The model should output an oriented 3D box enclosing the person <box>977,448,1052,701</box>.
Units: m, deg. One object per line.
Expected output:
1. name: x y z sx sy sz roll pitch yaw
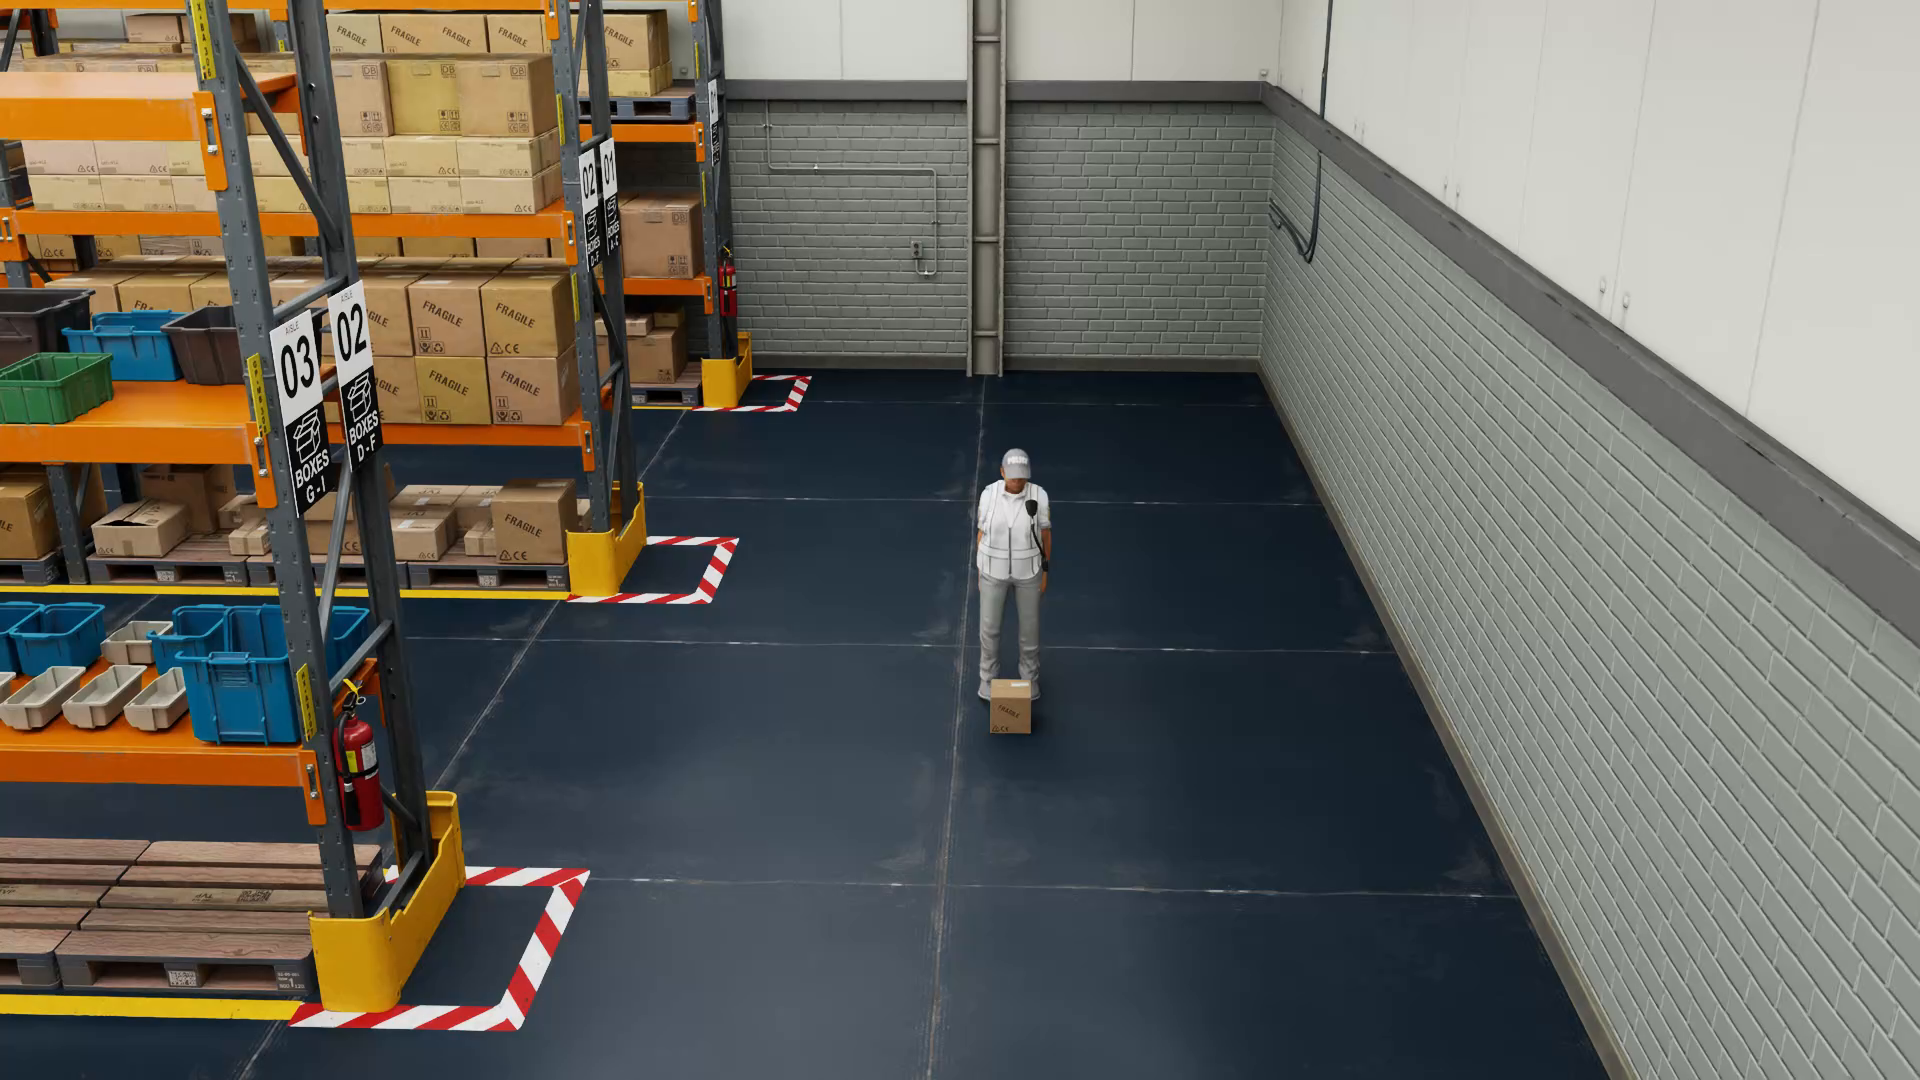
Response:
1. person: 0.342 0.217 10.530 0.469 1.663 0.390 1 21 3
